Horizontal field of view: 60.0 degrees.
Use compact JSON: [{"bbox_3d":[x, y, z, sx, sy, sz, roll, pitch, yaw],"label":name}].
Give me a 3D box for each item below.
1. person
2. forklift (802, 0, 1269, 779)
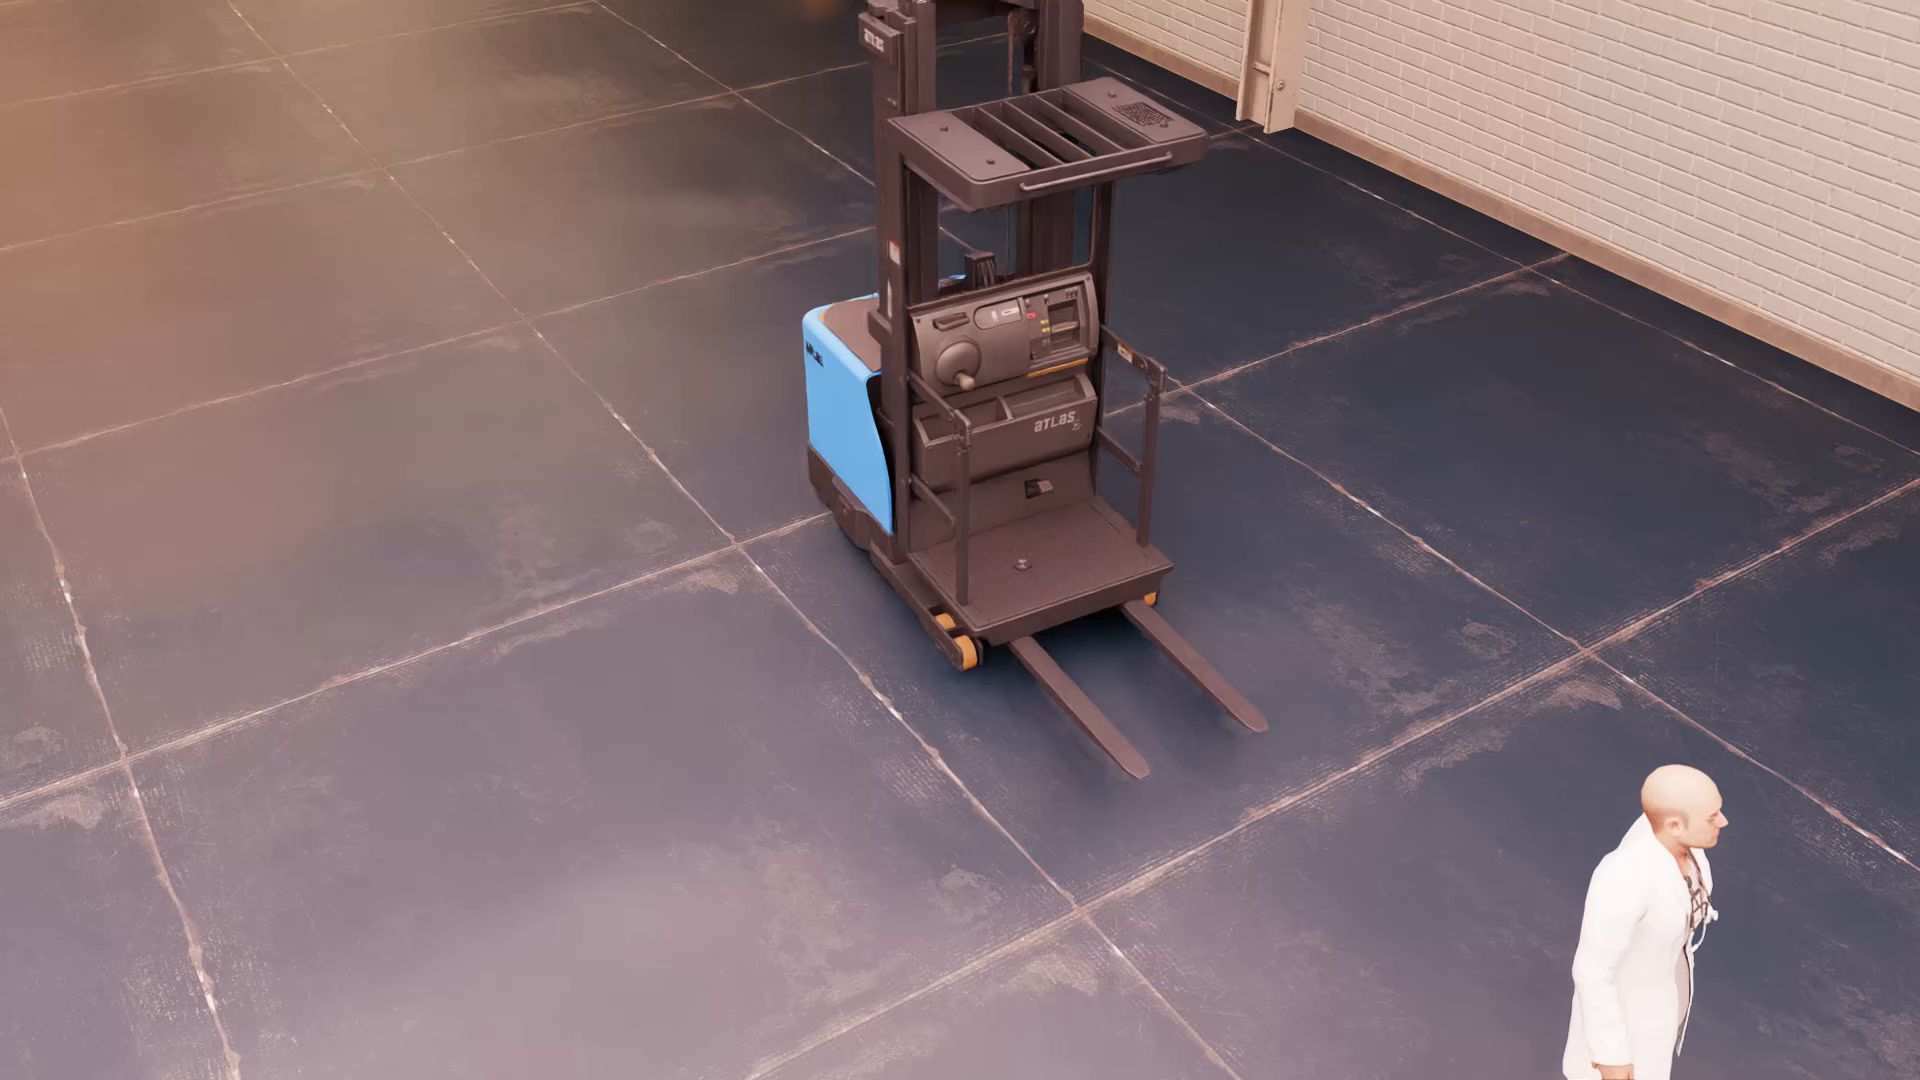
[{"bbox_3d":[2.136,1.455,5.076,0.558,1.783,0.690,24,42,31],"label":"person"},{"bbox_3d":[0.319,-0.882,7.403,1.130,2.935,3.031,-17,39,-23],"label":"forklift"}]
